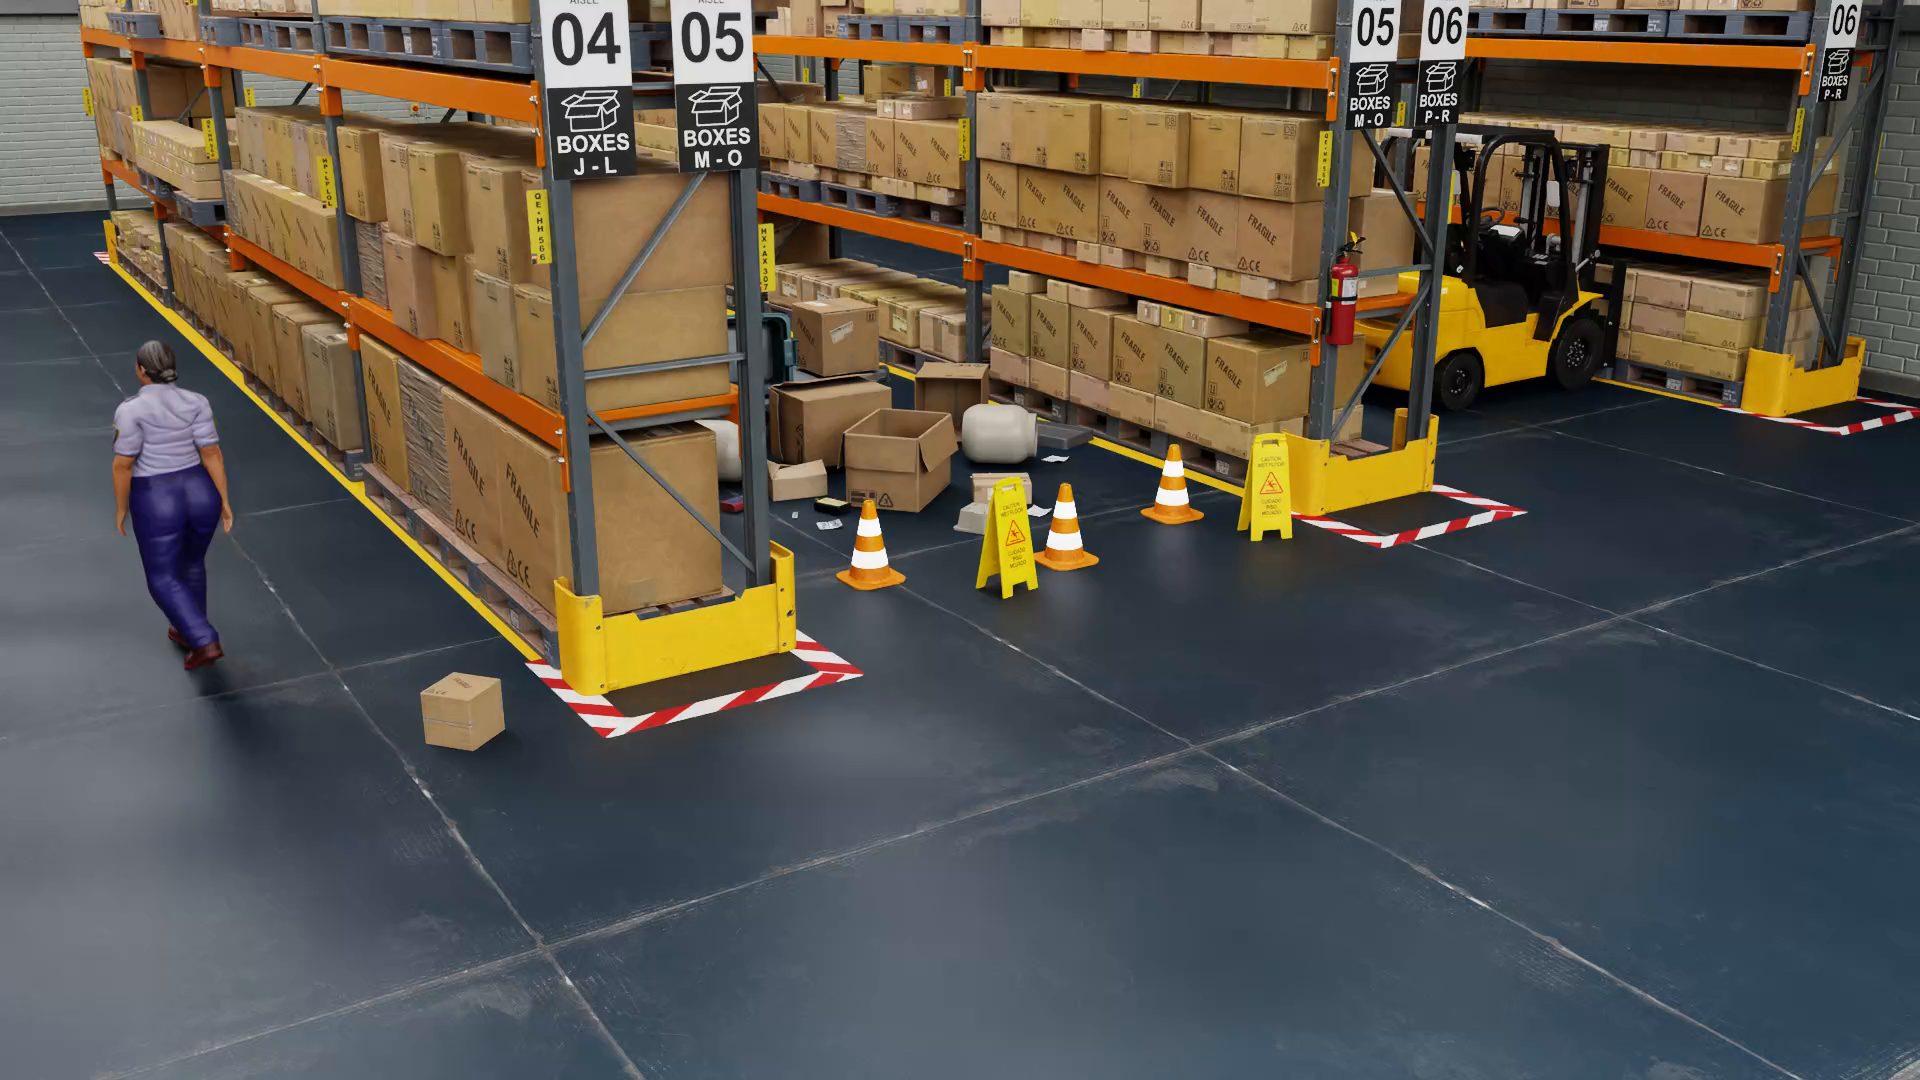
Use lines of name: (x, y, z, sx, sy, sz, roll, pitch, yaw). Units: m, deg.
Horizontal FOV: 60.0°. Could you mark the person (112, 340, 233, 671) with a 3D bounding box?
person: (-3.813, -0.166, 8.054, 0.856, 1.613, 0.485, 14, 23, 37)
